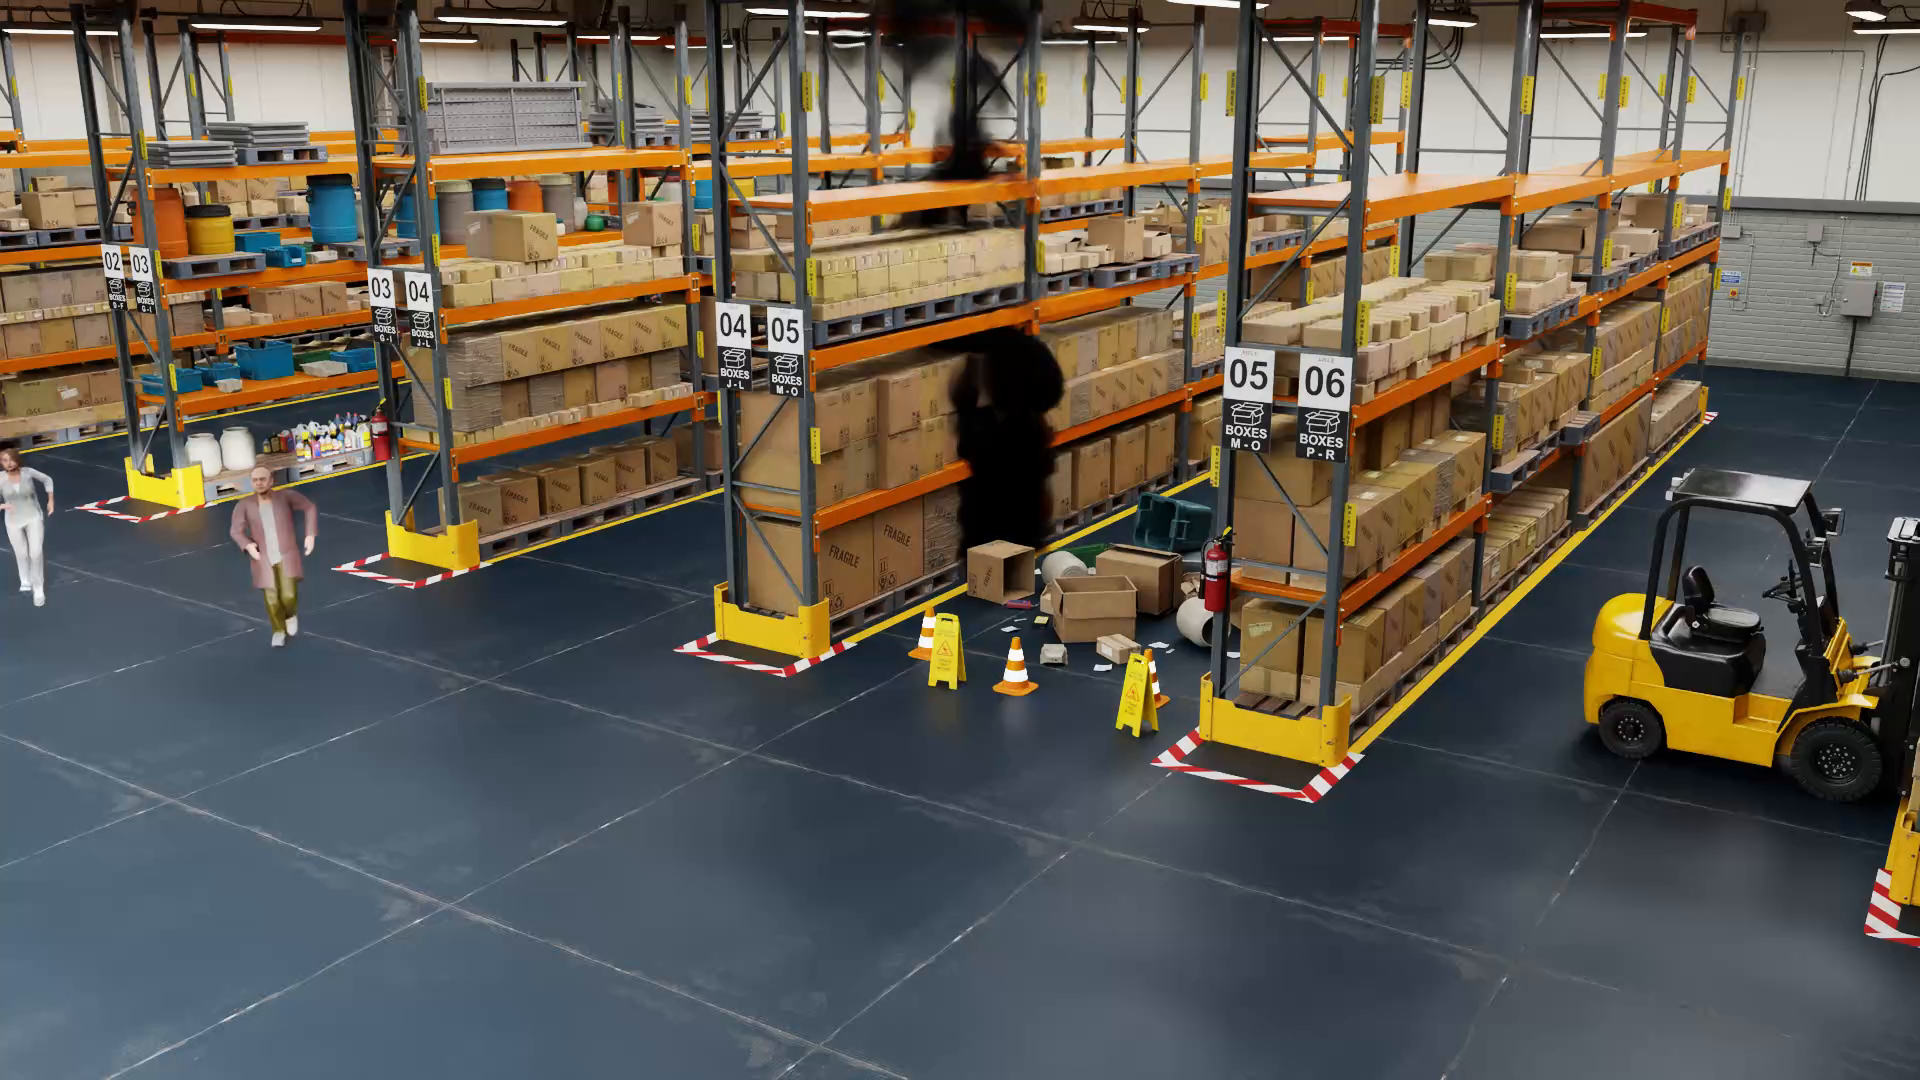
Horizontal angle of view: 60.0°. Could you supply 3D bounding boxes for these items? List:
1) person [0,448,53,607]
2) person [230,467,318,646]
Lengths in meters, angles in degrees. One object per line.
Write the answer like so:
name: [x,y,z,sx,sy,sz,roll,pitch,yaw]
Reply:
person: [-9.426,-0.150,16.783,0.547,1.613,0.822,-6,17,-22]
person: [-6.307,0.211,15.353,0.737,1.667,0.779,-4,16,-14]
